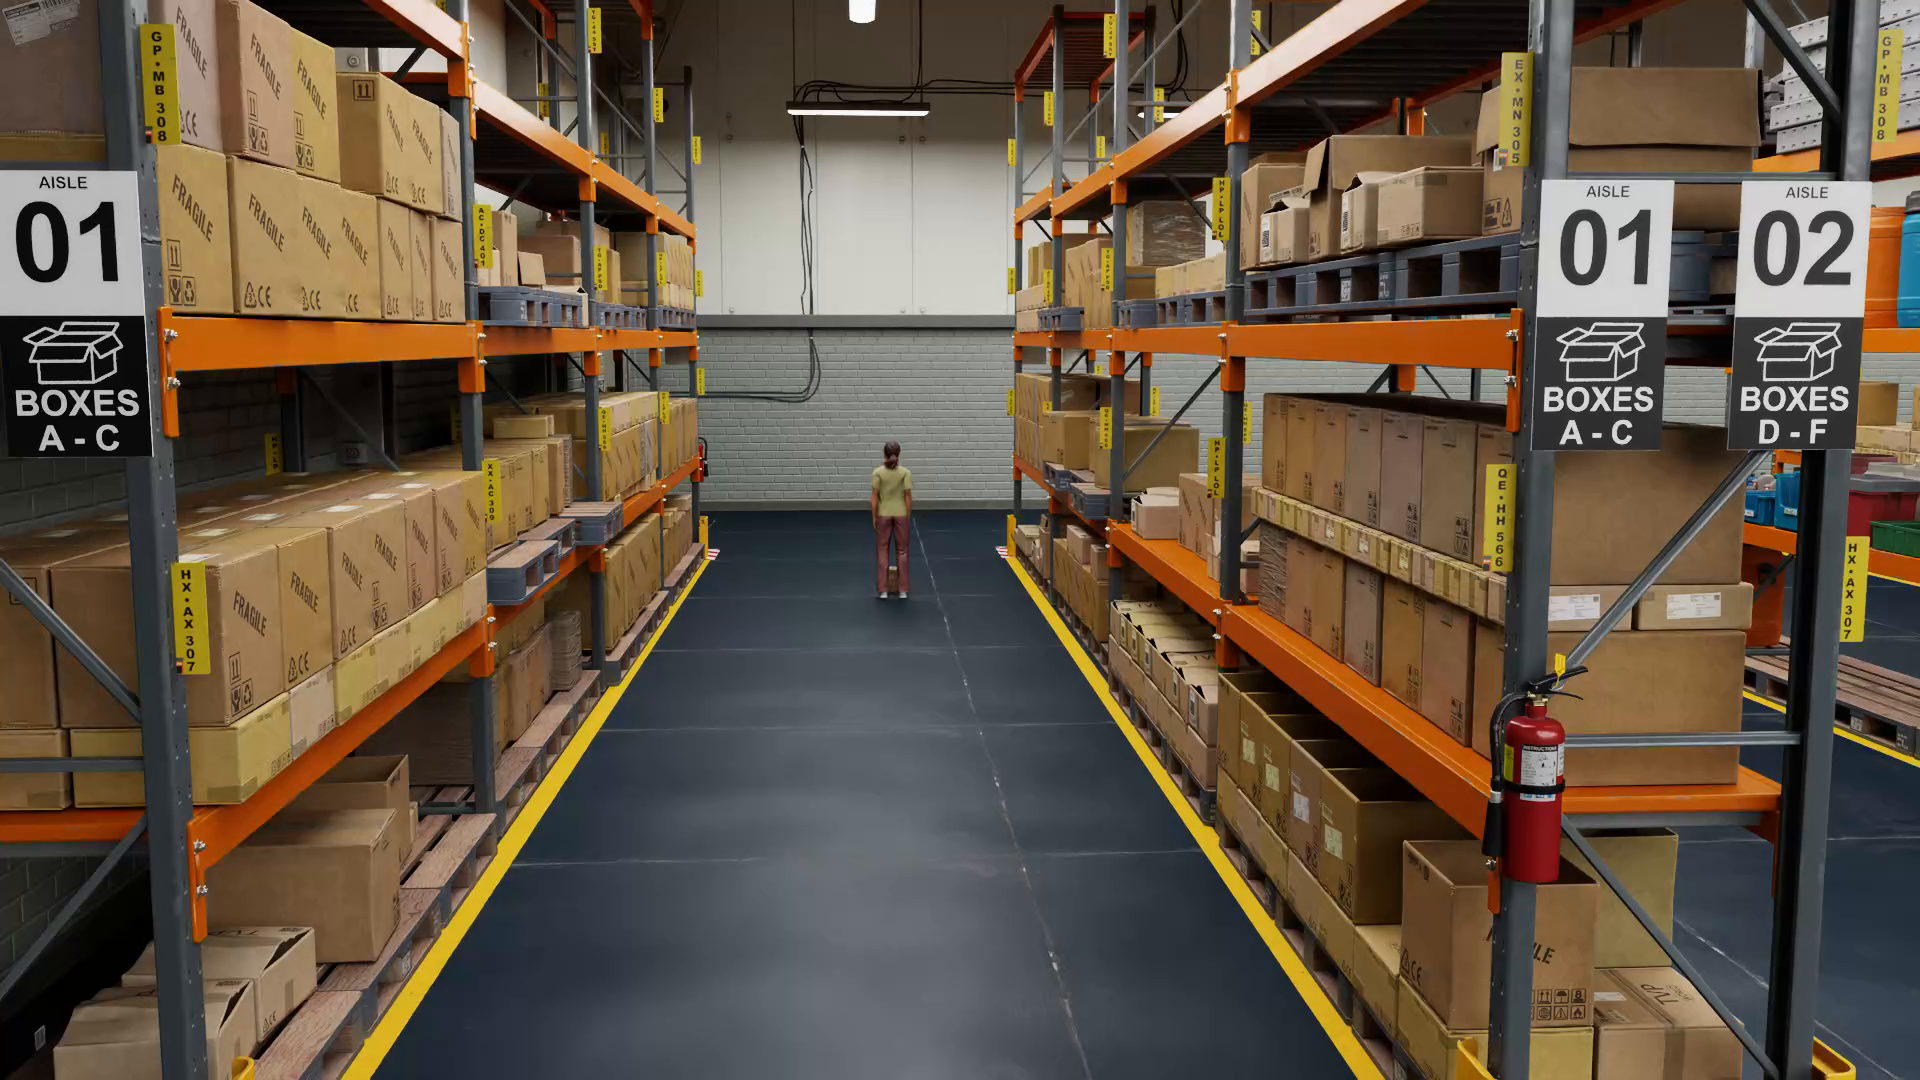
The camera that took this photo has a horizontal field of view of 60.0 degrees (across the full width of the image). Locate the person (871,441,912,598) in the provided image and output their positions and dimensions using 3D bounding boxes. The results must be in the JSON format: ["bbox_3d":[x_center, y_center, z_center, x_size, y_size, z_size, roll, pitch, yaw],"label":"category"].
[{"bbox_3d":[-0.721,-0.215,17.550,0.441,1.671,0.361,0,7,-2],"label":"person"}]
